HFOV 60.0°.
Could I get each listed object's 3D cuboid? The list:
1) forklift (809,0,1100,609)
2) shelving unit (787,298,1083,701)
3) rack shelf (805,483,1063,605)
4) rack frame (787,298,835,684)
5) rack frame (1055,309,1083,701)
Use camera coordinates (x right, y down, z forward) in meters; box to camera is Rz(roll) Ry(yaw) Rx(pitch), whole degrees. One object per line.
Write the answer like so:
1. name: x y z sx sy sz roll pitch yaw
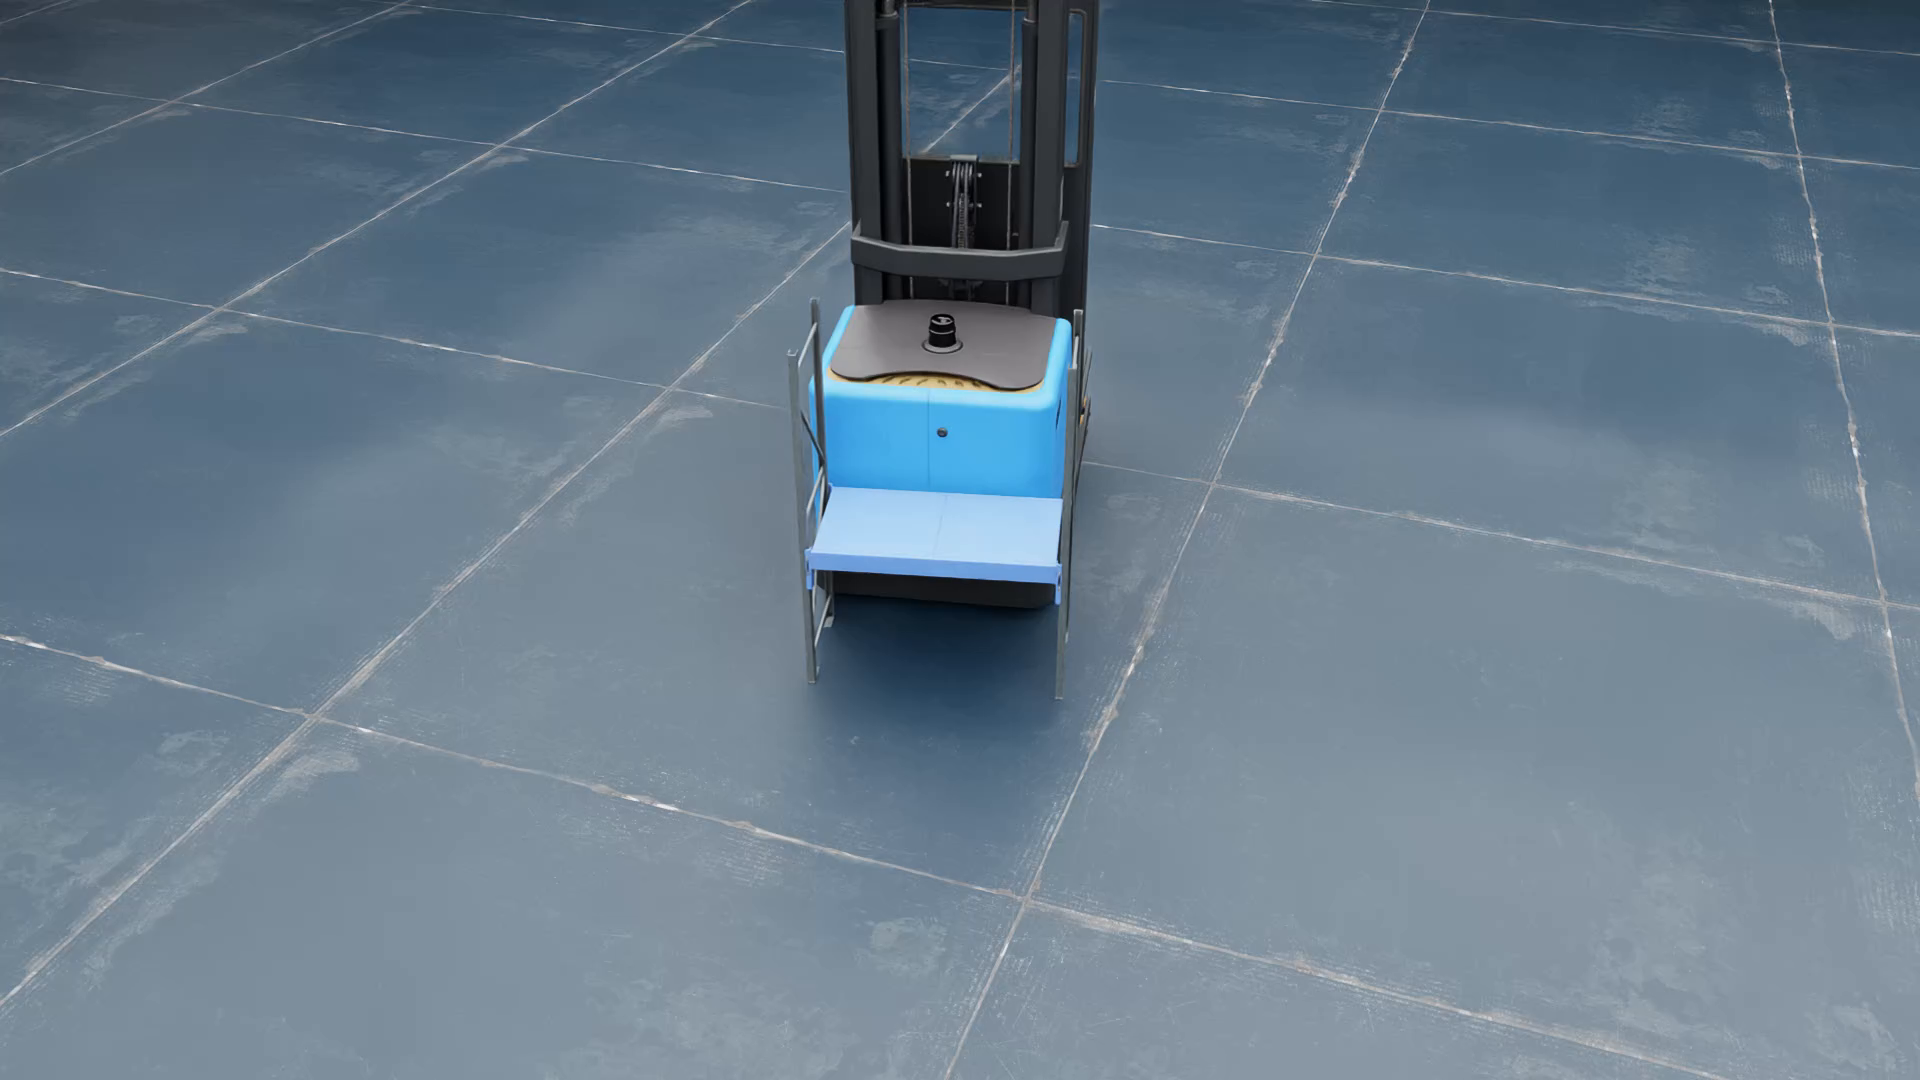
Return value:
1. forklift: 0.084 -1.721 7.713 1.130 2.935 3.031 4 33 7
2. shelving unit: -0.080 -0.143 6.589 1.048 1.500 0.538 3 33 5
3. rack shelf: -0.080 0.008 6.687 1.000 0.185 0.538 3 33 5
4. rack frame: -0.585 -0.172 6.634 0.032 1.500 0.500 3 33 5
5. rack frame: 0.426 -0.115 6.545 0.032 1.500 0.500 3 33 5
